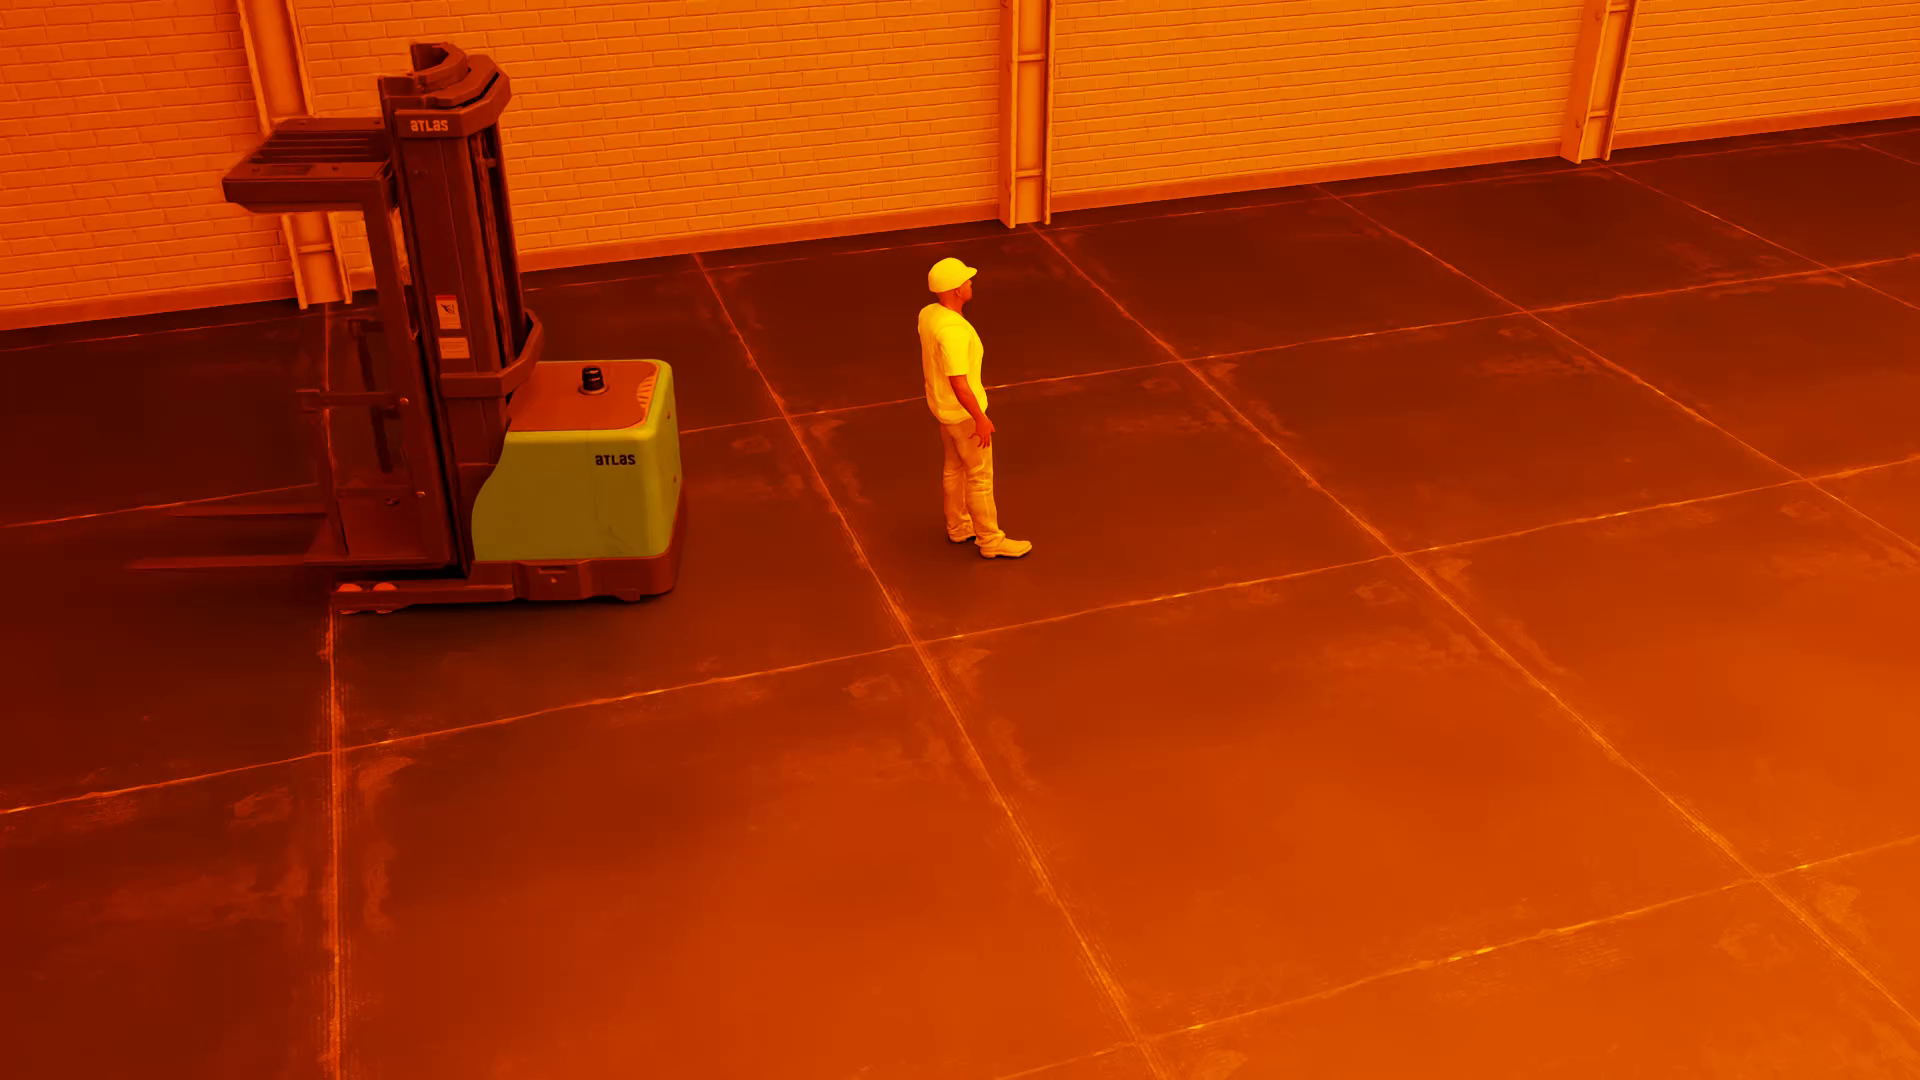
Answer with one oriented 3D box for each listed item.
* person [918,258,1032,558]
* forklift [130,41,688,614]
[{"bbox_3d":[0.068,-0.780,9.596,0.577,1.765,0.665,-10,31,-16],"label":"person"},{"bbox_3d":[-3.158,-1.127,9.046,3.031,2.935,1.130,-1,30,-2],"label":"forklift"}]
